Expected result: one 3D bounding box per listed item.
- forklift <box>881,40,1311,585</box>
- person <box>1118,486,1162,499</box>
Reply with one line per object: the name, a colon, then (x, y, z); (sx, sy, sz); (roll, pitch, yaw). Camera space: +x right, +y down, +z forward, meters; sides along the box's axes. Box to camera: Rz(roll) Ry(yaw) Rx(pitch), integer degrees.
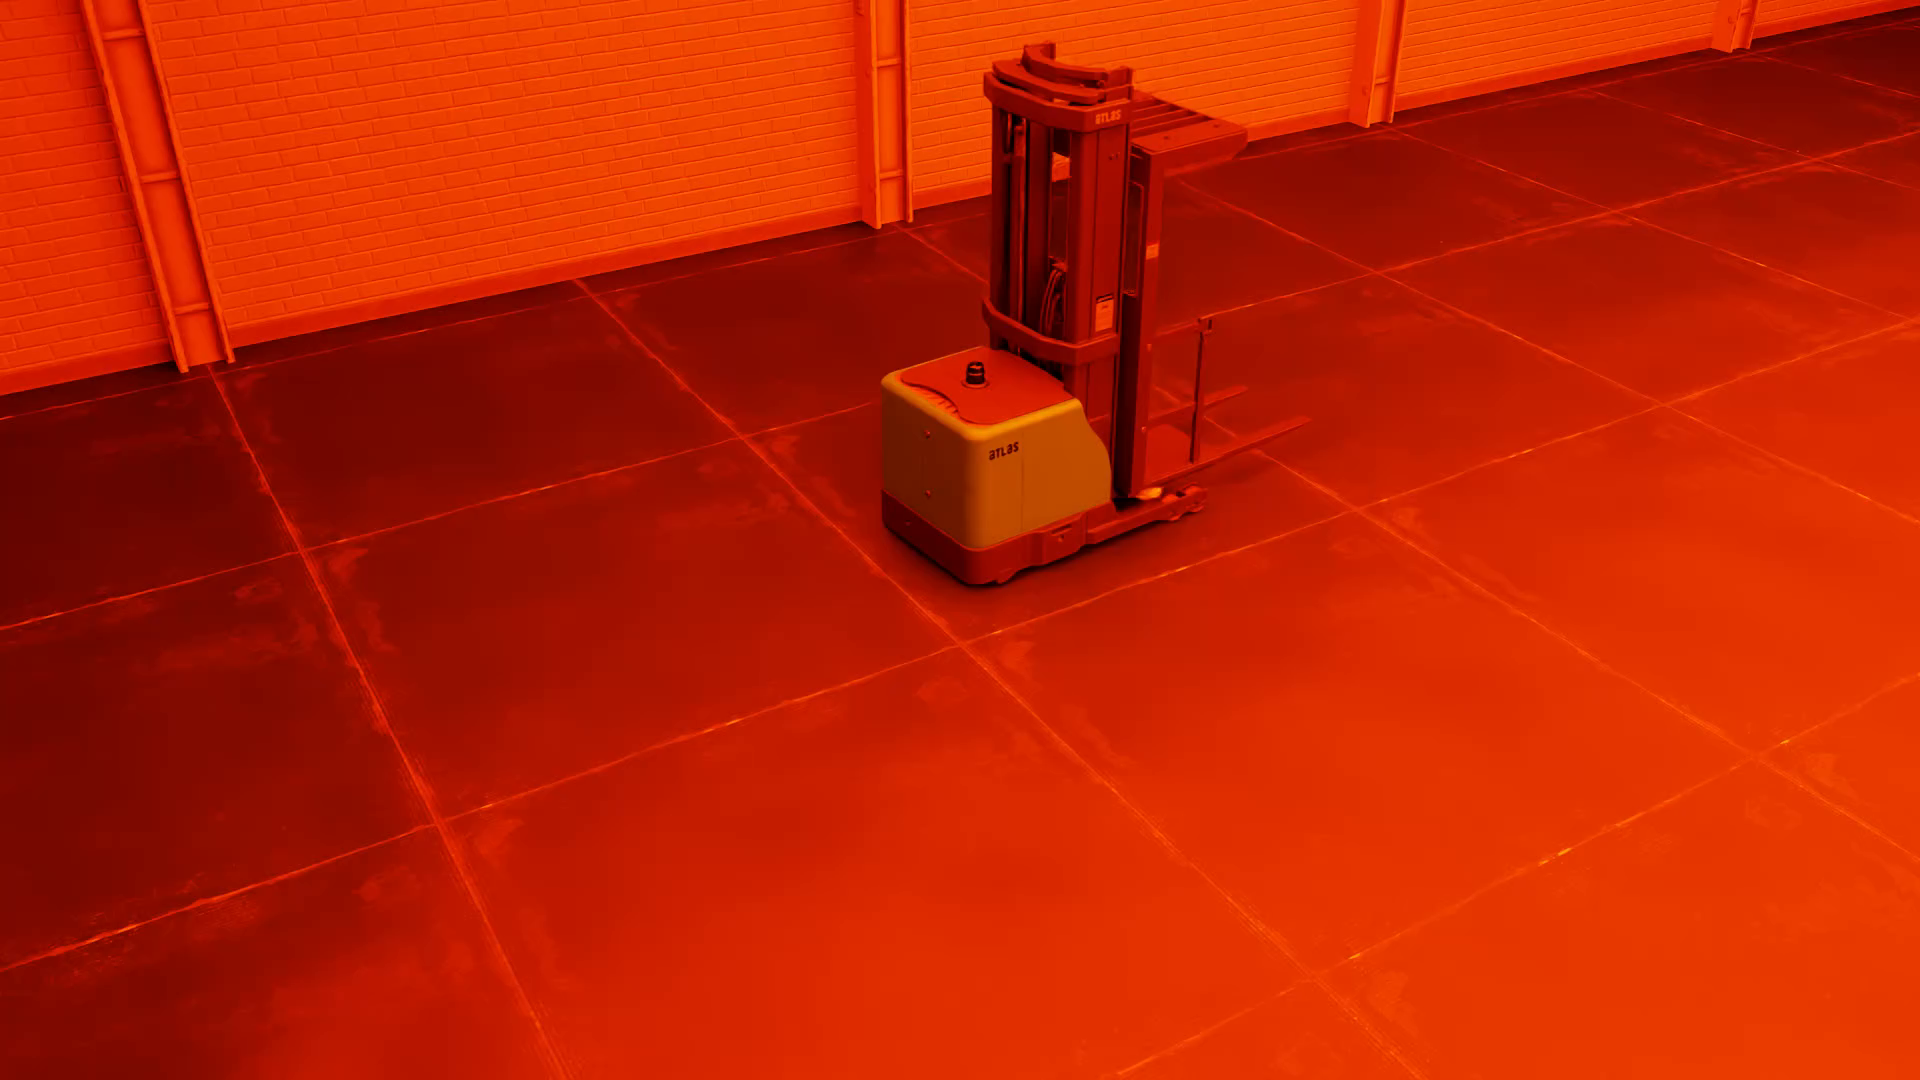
forklift: (0.996, -1.580, 10.286); (3.031, 2.935, 1.130); (-20, 36, -30)
person: (0.984, -1.024, 10.540); (0.713, 1.498, 0.728); (5, 31, 9)
